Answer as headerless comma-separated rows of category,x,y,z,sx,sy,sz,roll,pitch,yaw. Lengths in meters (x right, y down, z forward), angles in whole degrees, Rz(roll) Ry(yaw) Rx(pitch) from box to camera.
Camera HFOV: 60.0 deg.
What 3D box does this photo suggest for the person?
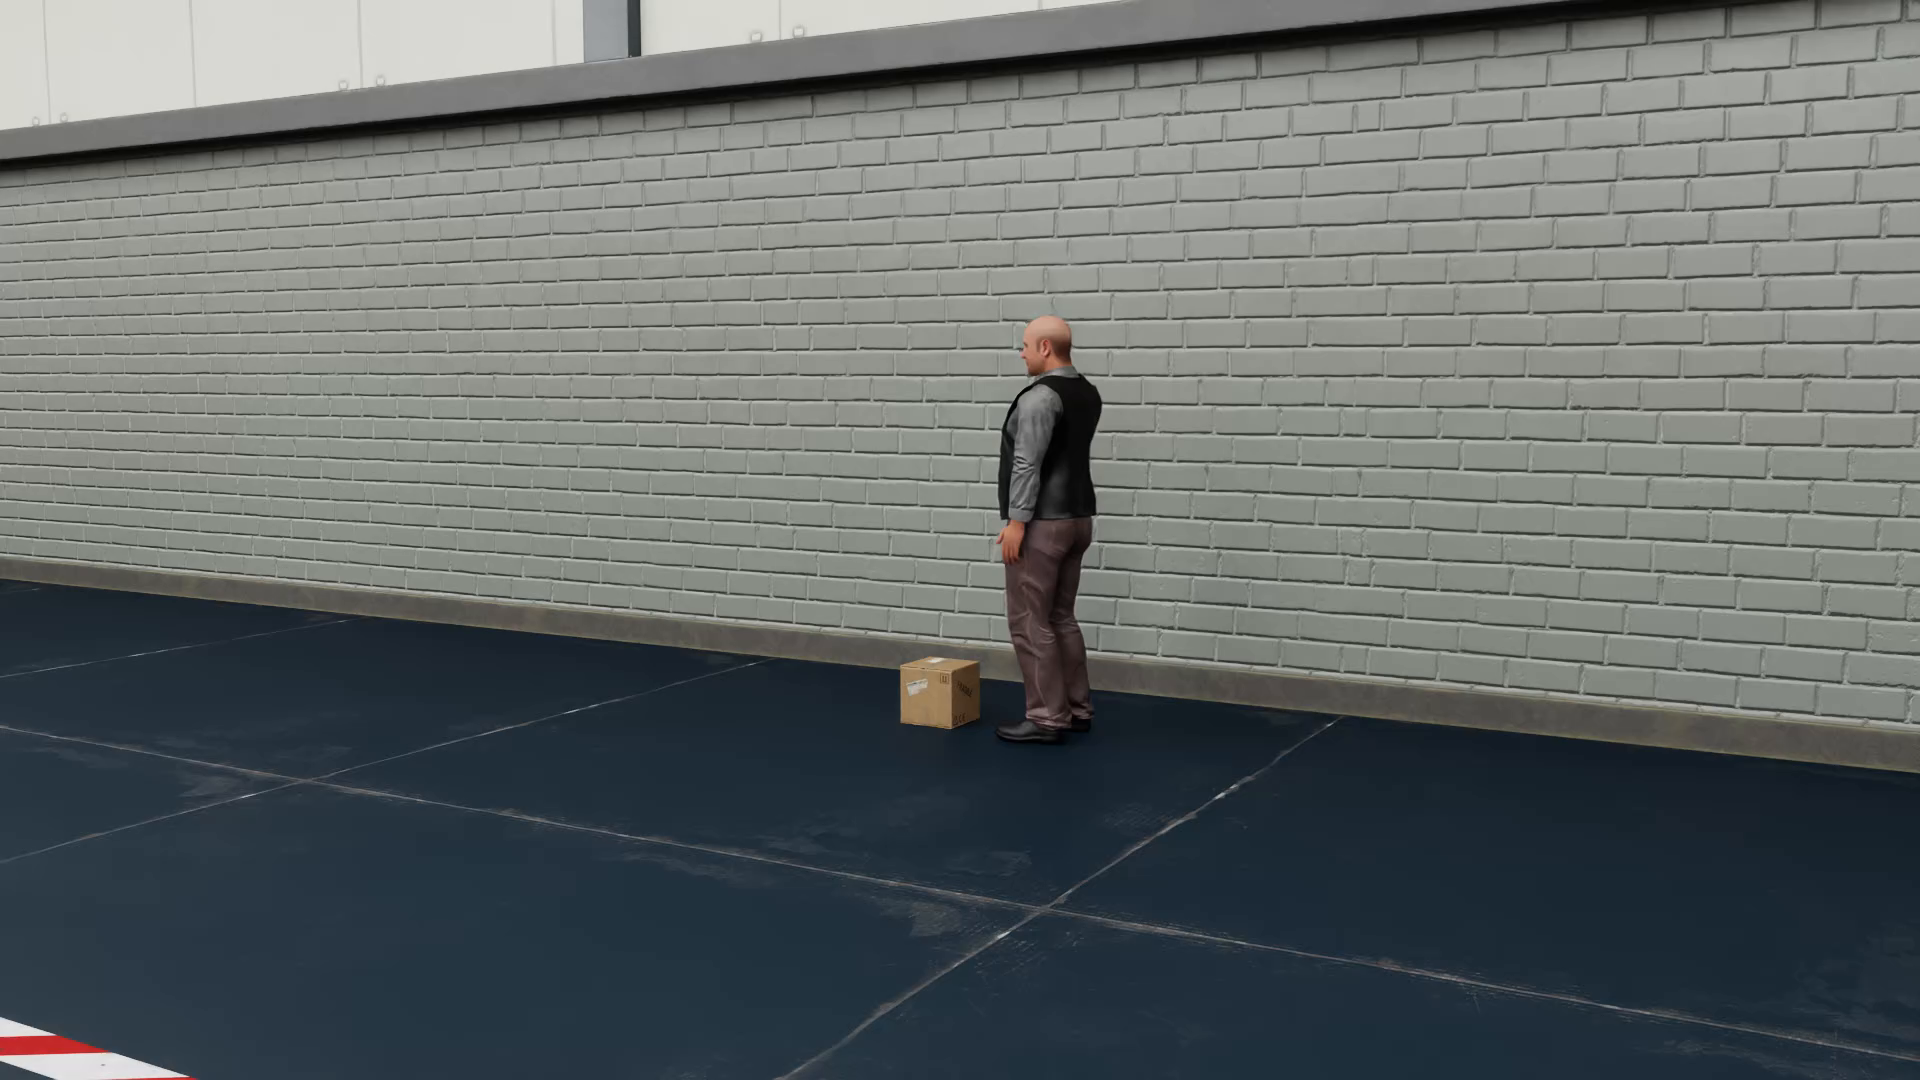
person,0.347,-0.047,6.743,0.359,1.714,0.533,3,7,30
